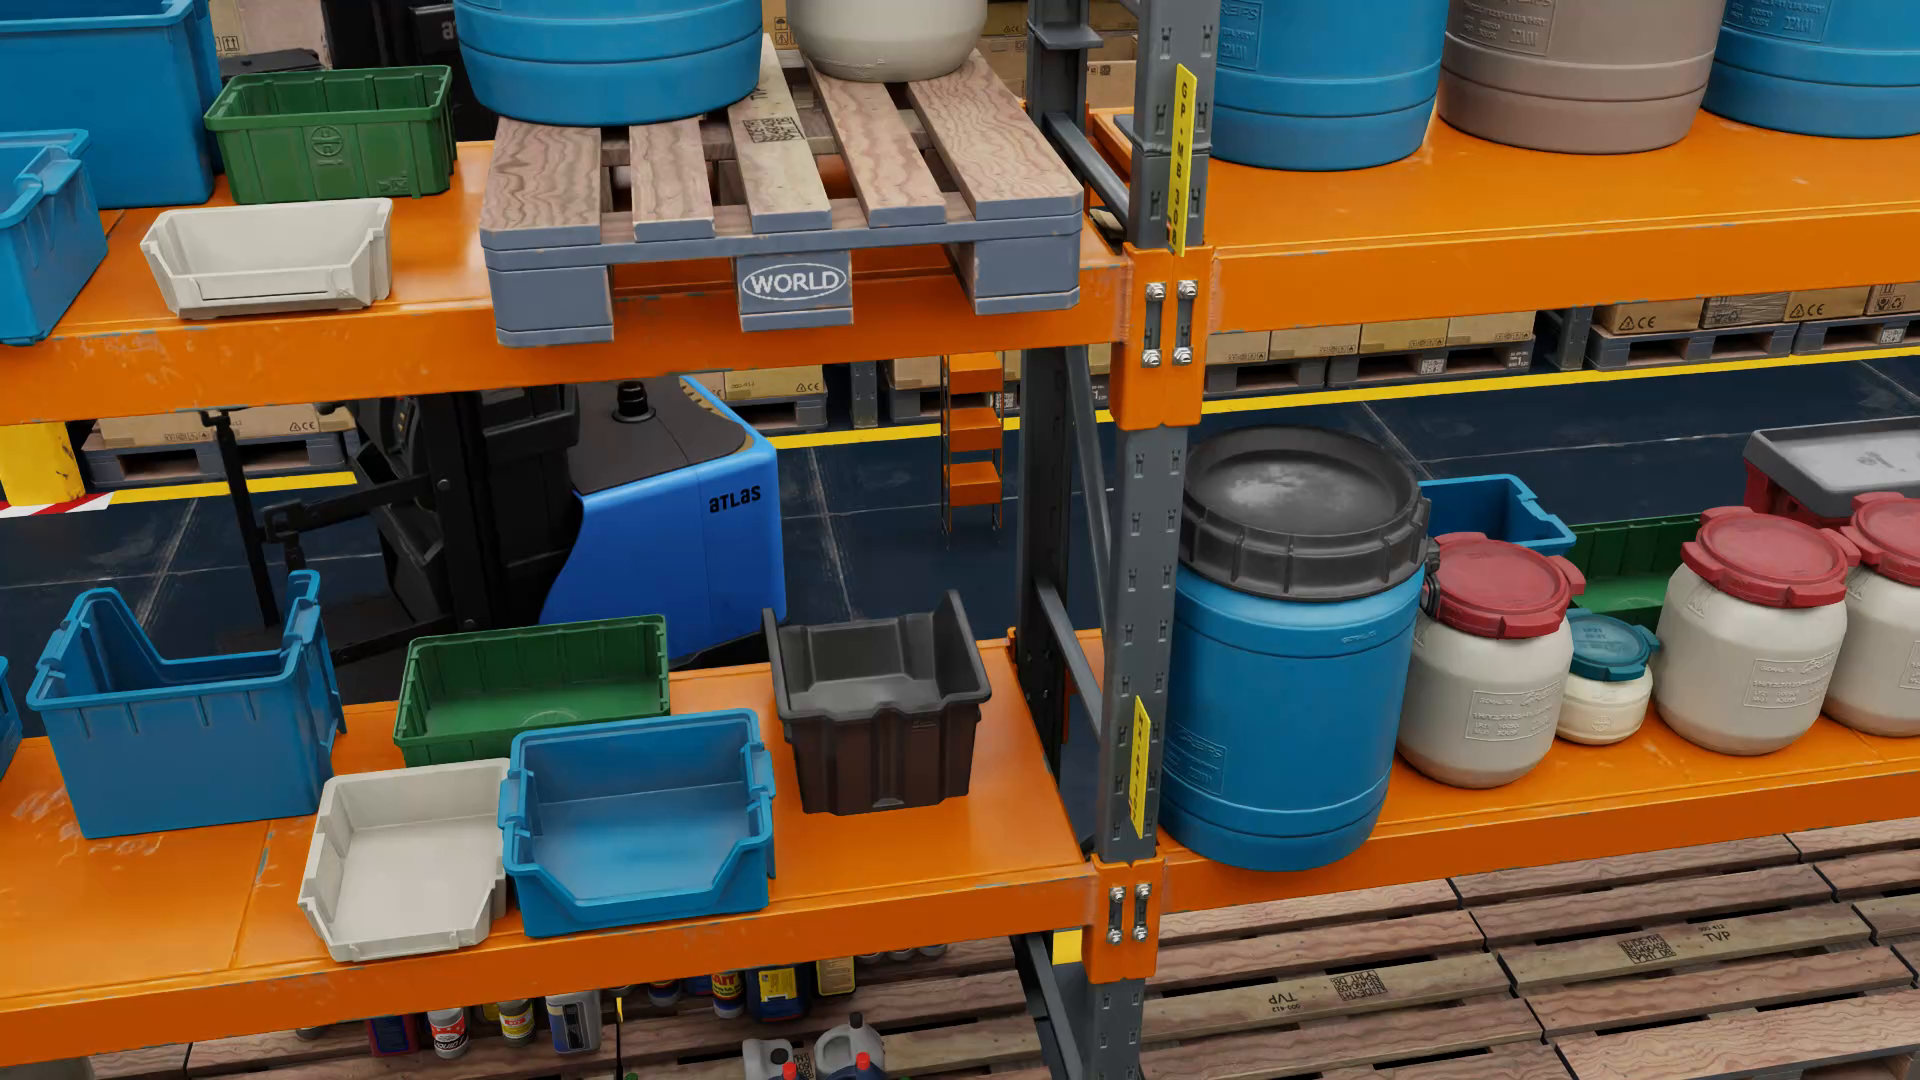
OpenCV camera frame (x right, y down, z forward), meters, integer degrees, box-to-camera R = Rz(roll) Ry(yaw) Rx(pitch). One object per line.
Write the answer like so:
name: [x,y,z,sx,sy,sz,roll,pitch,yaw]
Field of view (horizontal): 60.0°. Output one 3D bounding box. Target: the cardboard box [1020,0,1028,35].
cardboard box: [0.680,-4.232,13.280,0.500,0.250,0.500,-5,31,-9]

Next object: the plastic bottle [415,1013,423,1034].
plastic bottle: [-1.648,1.300,4.832,0.135,0.276,0.152,-5,31,-9]

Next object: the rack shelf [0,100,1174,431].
rack shelf: [-1.661,-0.454,3.313,4.000,0.370,1.077,-5,31,-9]

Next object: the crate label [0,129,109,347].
crate label: [-1.728,-0.524,2.869,0.408,0.251,0.502,-5,31,-9]

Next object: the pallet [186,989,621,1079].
pallet: [-1.565,1.702,4.647,1.213,0.211,1.003,-5,31,-9]

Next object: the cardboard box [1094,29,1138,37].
cardboard box: [1.230,-3.990,13.608,0.500,0.500,0.700,-5,31,-9]

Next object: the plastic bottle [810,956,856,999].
plastic bottle: [-0.380,1.234,4.937,0.133,0.283,0.061,-5,31,-9]

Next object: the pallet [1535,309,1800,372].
pallet: [4.093,-1.336,9.814,1.213,0.211,1.003,-5,31,-9]

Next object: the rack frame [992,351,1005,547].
rack frame: [0.173,-0.469,7.511,0.008,1.050,0.200,-5,31,-9]

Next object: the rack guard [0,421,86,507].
rack guard: [-4.541,-0.679,8.411,0.348,0.500,1.175,-5,31,-9]

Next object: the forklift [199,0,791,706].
forklift: [-2.193,-0.489,5.691,3.031,2.935,1.130,-18,35,-28]

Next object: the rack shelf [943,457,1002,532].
rack shelf: [0.053,-0.209,7.638,0.240,0.259,0.215,-5,31,-9]

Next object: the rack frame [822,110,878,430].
rack frame: [-0.582,-2.124,8.402,0.127,3.000,1.000,-5,31,-9]

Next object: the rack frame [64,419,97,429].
rack frame: [-4.517,-1.759,7.781,0.127,3.000,1.000,-5,31,-9]

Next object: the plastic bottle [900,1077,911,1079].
plastic bottle: [-0.108,1.536,4.424,0.133,0.283,0.061,-4,31,-6]

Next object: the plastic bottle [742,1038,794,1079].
plastic bottle: [-0.516,1.479,4.528,0.135,0.276,0.152,-5,31,-9]

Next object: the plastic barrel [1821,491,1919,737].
plastic barrel: [2.434,0.203,4.311,0.433,0.535,0.433,0,30,0]

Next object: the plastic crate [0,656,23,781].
plastic crate: [-2.550,0.524,4.046,0.408,0.251,0.499,-5,31,-9]

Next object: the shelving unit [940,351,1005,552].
shelving unit: [0.053,-0.457,7.492,0.252,1.050,0.215,-5,31,-9]

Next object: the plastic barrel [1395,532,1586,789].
plastic barrel: [1.287,0.310,4.130,0.433,0.535,0.433,0,30,0]

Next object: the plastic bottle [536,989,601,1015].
plastic bottle: [-1.167,1.221,4.893,0.185,0.351,0.144,-6,31,-9]

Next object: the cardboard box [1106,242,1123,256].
cardboard box: [0.871,-1.366,8.858,0.500,0.311,0.500,-6,31,-11]

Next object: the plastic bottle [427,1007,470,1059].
plastic bottle: [-1.471,1.380,4.770,0.097,0.201,0.097,0,30,0]

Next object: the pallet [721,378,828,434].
pallet: [-1.372,-0.870,9.021,1.213,0.211,1.003,-5,31,-9]

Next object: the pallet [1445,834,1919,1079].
pallet: [2.274,1.344,5.256,1.213,0.211,1.003,-5,31,-9]

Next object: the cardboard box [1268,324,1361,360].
cardboard box: [1.877,-1.222,9.167,0.500,0.250,0.500,-5,31,-8]

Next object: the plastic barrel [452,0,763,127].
plastic barrel: [-0.692,-1.306,3.144,0.708,0.901,0.600,-5,31,-9]

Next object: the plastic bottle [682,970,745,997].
plastic bottle: [-0.748,1.183,4.959,0.185,0.351,0.144,-7,31,-11]

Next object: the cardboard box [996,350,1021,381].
cardboard box: [0.362,-1.079,8.924,0.500,0.250,0.500,-5,31,-8]

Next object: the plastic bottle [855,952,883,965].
plastic bottle: [-0.286,1.192,5.090,0.097,0.201,0.097,0,30,0]

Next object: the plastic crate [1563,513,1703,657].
plastic crate: [1.968,0.138,4.765,0.662,0.188,0.450,-5,31,-9]

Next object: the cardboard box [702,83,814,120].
cardboard box: [-1.018,-2.123,8.303,0.500,0.500,0.700,-6,31,-10]

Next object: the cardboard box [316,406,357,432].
cardboard box: [-2.966,-0.785,8.424,0.500,0.250,0.500,-5,31,-9]

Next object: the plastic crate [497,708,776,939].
plastic crate: [-0.734,0.647,3.837,0.616,0.251,0.499,-5,31,-9]

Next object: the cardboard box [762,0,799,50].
cardboard box: [-1.018,-2.682,7.974,0.500,0.500,0.700,-5,31,-9]

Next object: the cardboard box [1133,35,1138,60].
cardboard box: [1.187,-2.323,8.642,0.500,0.500,0.500,-5,31,-9]

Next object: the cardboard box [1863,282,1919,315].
cardboard box: [5.372,-1.644,9.619,0.500,0.500,0.500,-6,31,-11]

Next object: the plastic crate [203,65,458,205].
plastic crate: [-1.295,-0.847,3.481,0.450,0.188,0.336,-5,31,-9]

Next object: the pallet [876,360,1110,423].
pallet: [0.135,-1.008,9.257,1.213,0.211,1.003,-5,31,-9]

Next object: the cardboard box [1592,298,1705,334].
cardboard box: [3.851,-1.500,9.374,0.500,0.500,0.500,-4,31,-7]

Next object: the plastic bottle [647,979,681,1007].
plastic bottle: [-0.886,1.249,4.924,0.097,0.271,0.097,0,30,0]

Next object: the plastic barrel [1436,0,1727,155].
plastic barrel: [1.411,-1.377,3.679,0.600,0.901,0.600,0,30,0]
